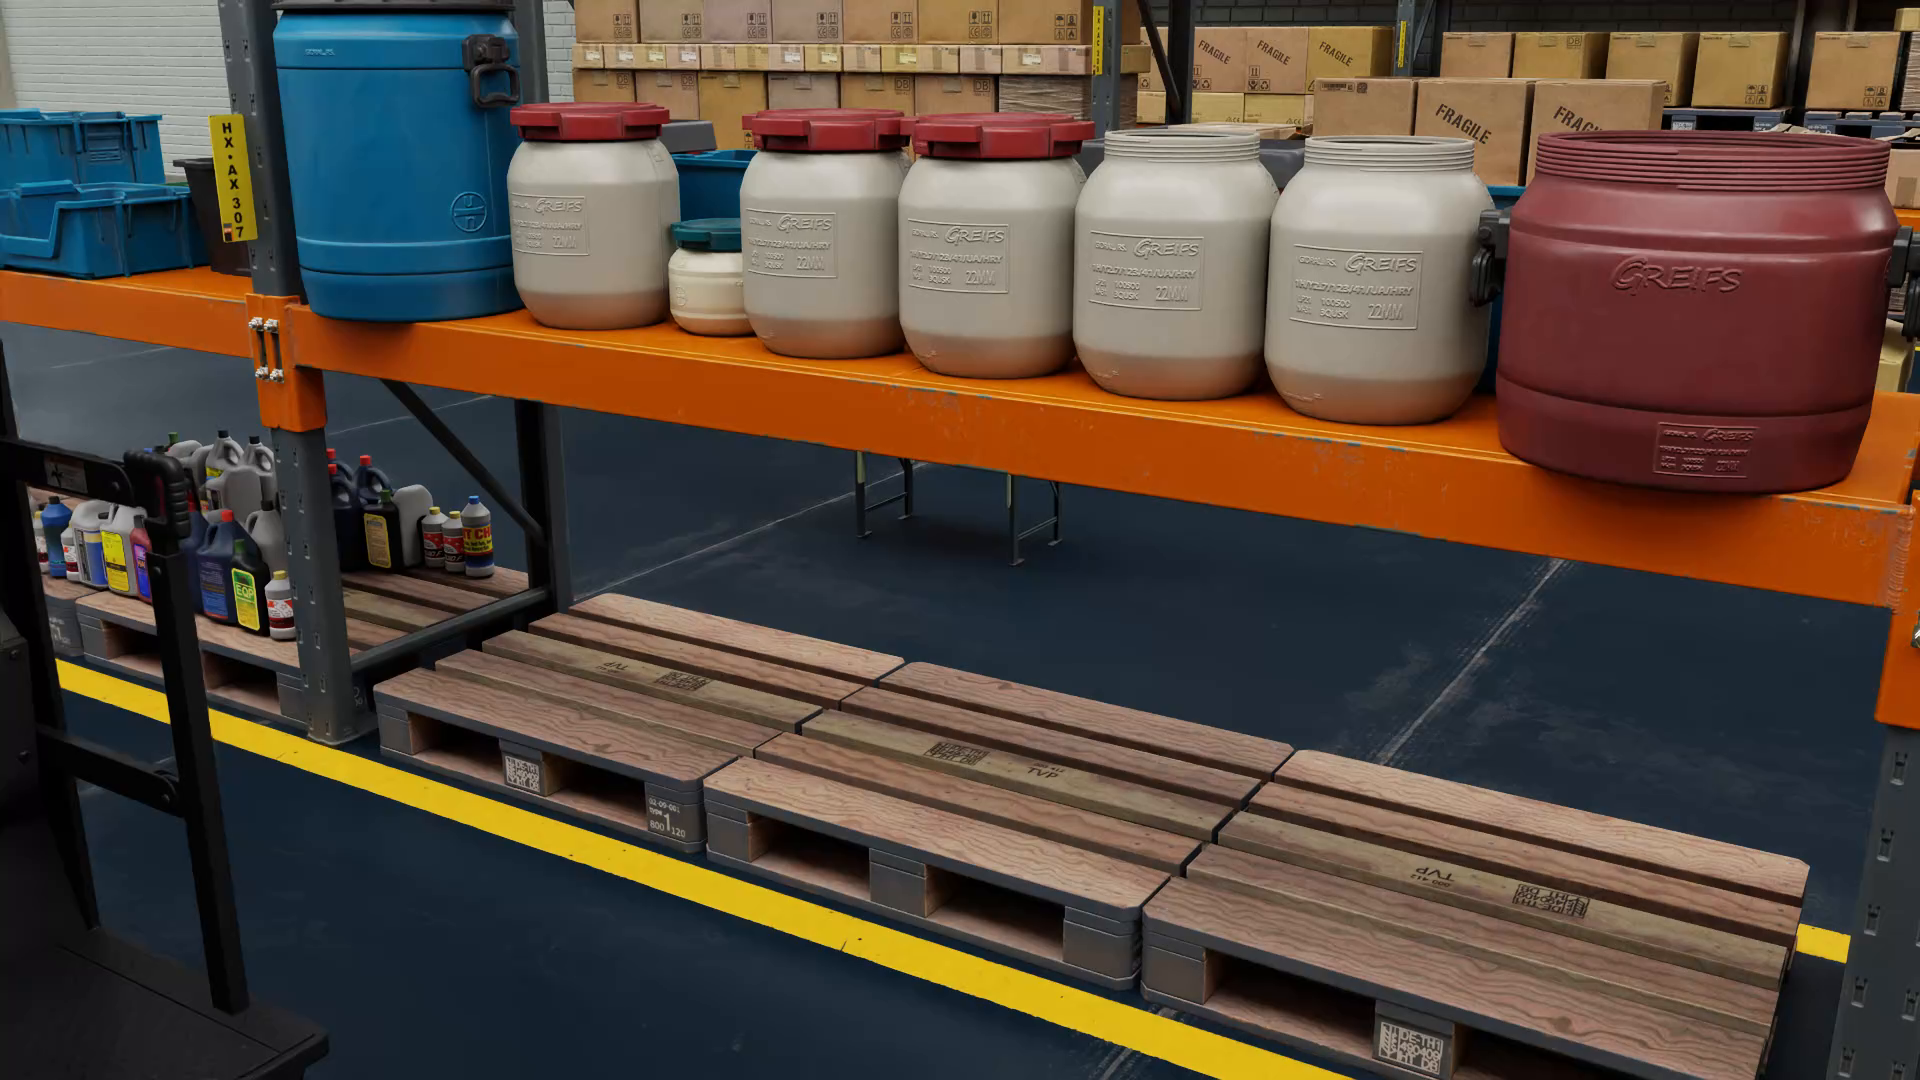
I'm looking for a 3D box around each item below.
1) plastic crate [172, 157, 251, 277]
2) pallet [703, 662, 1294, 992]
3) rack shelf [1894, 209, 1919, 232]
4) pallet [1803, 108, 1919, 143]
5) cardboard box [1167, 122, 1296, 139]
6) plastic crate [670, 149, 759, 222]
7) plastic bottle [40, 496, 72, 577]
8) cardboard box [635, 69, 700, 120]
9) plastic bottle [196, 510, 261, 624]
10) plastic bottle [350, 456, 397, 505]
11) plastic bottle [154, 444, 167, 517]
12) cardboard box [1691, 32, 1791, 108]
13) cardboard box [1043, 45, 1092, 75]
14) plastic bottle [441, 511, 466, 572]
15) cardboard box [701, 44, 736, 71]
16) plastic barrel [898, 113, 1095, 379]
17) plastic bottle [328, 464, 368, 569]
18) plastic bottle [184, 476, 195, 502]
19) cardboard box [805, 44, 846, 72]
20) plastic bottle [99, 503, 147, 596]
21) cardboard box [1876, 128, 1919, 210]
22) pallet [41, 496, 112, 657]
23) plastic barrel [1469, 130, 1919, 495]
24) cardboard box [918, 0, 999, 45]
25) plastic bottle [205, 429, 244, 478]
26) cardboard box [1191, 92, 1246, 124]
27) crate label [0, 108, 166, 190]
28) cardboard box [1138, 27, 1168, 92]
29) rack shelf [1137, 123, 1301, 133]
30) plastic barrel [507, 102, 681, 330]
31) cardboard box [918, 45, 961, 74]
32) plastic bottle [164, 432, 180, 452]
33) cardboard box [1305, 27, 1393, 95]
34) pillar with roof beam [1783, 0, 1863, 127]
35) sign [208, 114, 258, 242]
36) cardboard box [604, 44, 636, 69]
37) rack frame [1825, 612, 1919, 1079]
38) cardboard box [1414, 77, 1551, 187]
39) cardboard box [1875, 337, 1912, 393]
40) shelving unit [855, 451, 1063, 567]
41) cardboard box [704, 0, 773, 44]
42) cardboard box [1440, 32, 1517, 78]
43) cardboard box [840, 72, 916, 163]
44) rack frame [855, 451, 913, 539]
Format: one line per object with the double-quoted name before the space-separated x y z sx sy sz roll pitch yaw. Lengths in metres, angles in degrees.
"plastic crate" -1.997 -1.036 5.239 0.504 0.338 0.767 10 20 30
"pallet" 0.116 0.674 4.298 1.213 0.211 1.003 10 20 30
"rack shelf" 2.683 -1.533 8.004 4.000 0.370 1.077 10 20 30
"pallet" 6.313 -2.790 11.237 1.003 0.211 1.213 10 20 30
"cardboard box" 1.421 -2.045 8.712 0.500 0.250 0.500 12 20 33
"plastic crate" -0.514 -0.857 4.568 0.575 0.384 0.392 10 20 30
"plastic bottle" -3.094 -0.017 5.715 0.097 0.271 0.097 0 17 0
"cardboard box" -1.589 -2.685 10.386 0.500 0.500 0.700 11 20 31
"plastic bottle" -2.317 0.075 5.273 0.185 0.351 0.144 10 19 29
"plastic bottle" -2.088 -0.124 5.928 0.185 0.351 0.144 11 20 32
"plastic bottle" -3.086 -0.232 6.400 0.133 0.283 0.061 10 20 30
"cardboard box" 5.497 -3.312 11.693 0.500 0.500 0.700 10 20 30
"cardboard box" 0.635 -2.528 8.754 0.250 0.149 0.380 10 20 30
"plastic bottle" -1.746 0.001 5.775 0.097 0.201 0.097 0 17 0
"cardboard box" -1.328 -2.878 9.907 0.250 0.149 0.380 9 19 28
"plastic barrel" 0.077 -0.643 3.603 0.433 0.535 0.433 0 17 0
"plastic bottle" -2.163 -0.088 5.810 0.185 0.351 0.144 10 20 30
"plastic bottle" -2.962 -0.164 6.319 0.097 0.201 0.097 0 17 0
"cardboard box" -0.674 -2.761 9.521 0.250 0.149 0.380 11 20 32
"plastic bottle" -2.755 -0.003 5.531 0.185 0.351 0.144 10 20 30
"cardboard box" 4.100 -1.596 7.129 0.500 0.311 0.500 12 20 33
"pallet" -3.211 0.081 6.250 1.213 0.211 1.003 10 20 30
"plastic barrel" 1.237 -0.407 2.827 0.708 0.536 0.600 10 20 30
"cardboard box" 0.166 -2.992 9.167 0.500 0.500 0.700 10 20 30
"plastic bottle" -2.769 -0.245 6.328 0.185 0.351 0.144 11 20 32
"cardboard box" 2.149 -3.494 13.446 0.500 0.250 0.500 10 20 30
"crate label" -3.316 -1.367 6.161 0.616 0.435 0.502 10 20 30
"cardboard box" 1.708 -3.933 13.602 0.500 0.500 0.500 11 20 32
"rack shelf" 1.863 -3.369 14.048 4.000 0.370 1.077 10 20 30
"plastic barrel" -0.917 -0.820 4.187 0.433 0.535 0.433 0 17 0
"cardboard box" -0.024 -2.645 9.139 0.250 0.149 0.380 10 20 30
"plastic bottle" -3.122 -0.290 6.592 0.133 0.283 0.061 11 20 31
"cardboard box" 3.003 -3.701 12.836 0.500 0.500 0.500 10 20 30
"pillar with roof beam" 4.068 -5.016 7.913 0.400 9.000 9.100 10 20 30
"sign" -1.914 -0.953 4.381 0.005 0.325 0.100 10 20 30
"cardboard box" -1.982 -2.995 10.293 0.250 0.149 0.380 10 19 29
"rack frame" 1.791 -0.347 2.861 0.127 3.000 1.000 10 20 30
"cardboard box" 2.500 -1.952 7.974 0.500 0.500 0.500 10 20 30
"cardboard box" 3.812 -0.745 7.217 0.500 0.311 0.500 11 20 31
"shelving unit" -0.006 -0.719 6.667 0.755 1.500 0.431 10 20 30
"cardboard box" -1.113 -3.221 9.920 0.500 0.500 0.700 10 20 30
"cardboard box" 3.984 -3.581 12.581 0.500 0.500 0.700 10 20 30
"cardboard box" -0.281 -2.451 9.617 0.500 0.500 0.700 10 20 31
"rack frame" -0.318 -0.774 6.850 0.023 1.500 0.400 10 20 30
